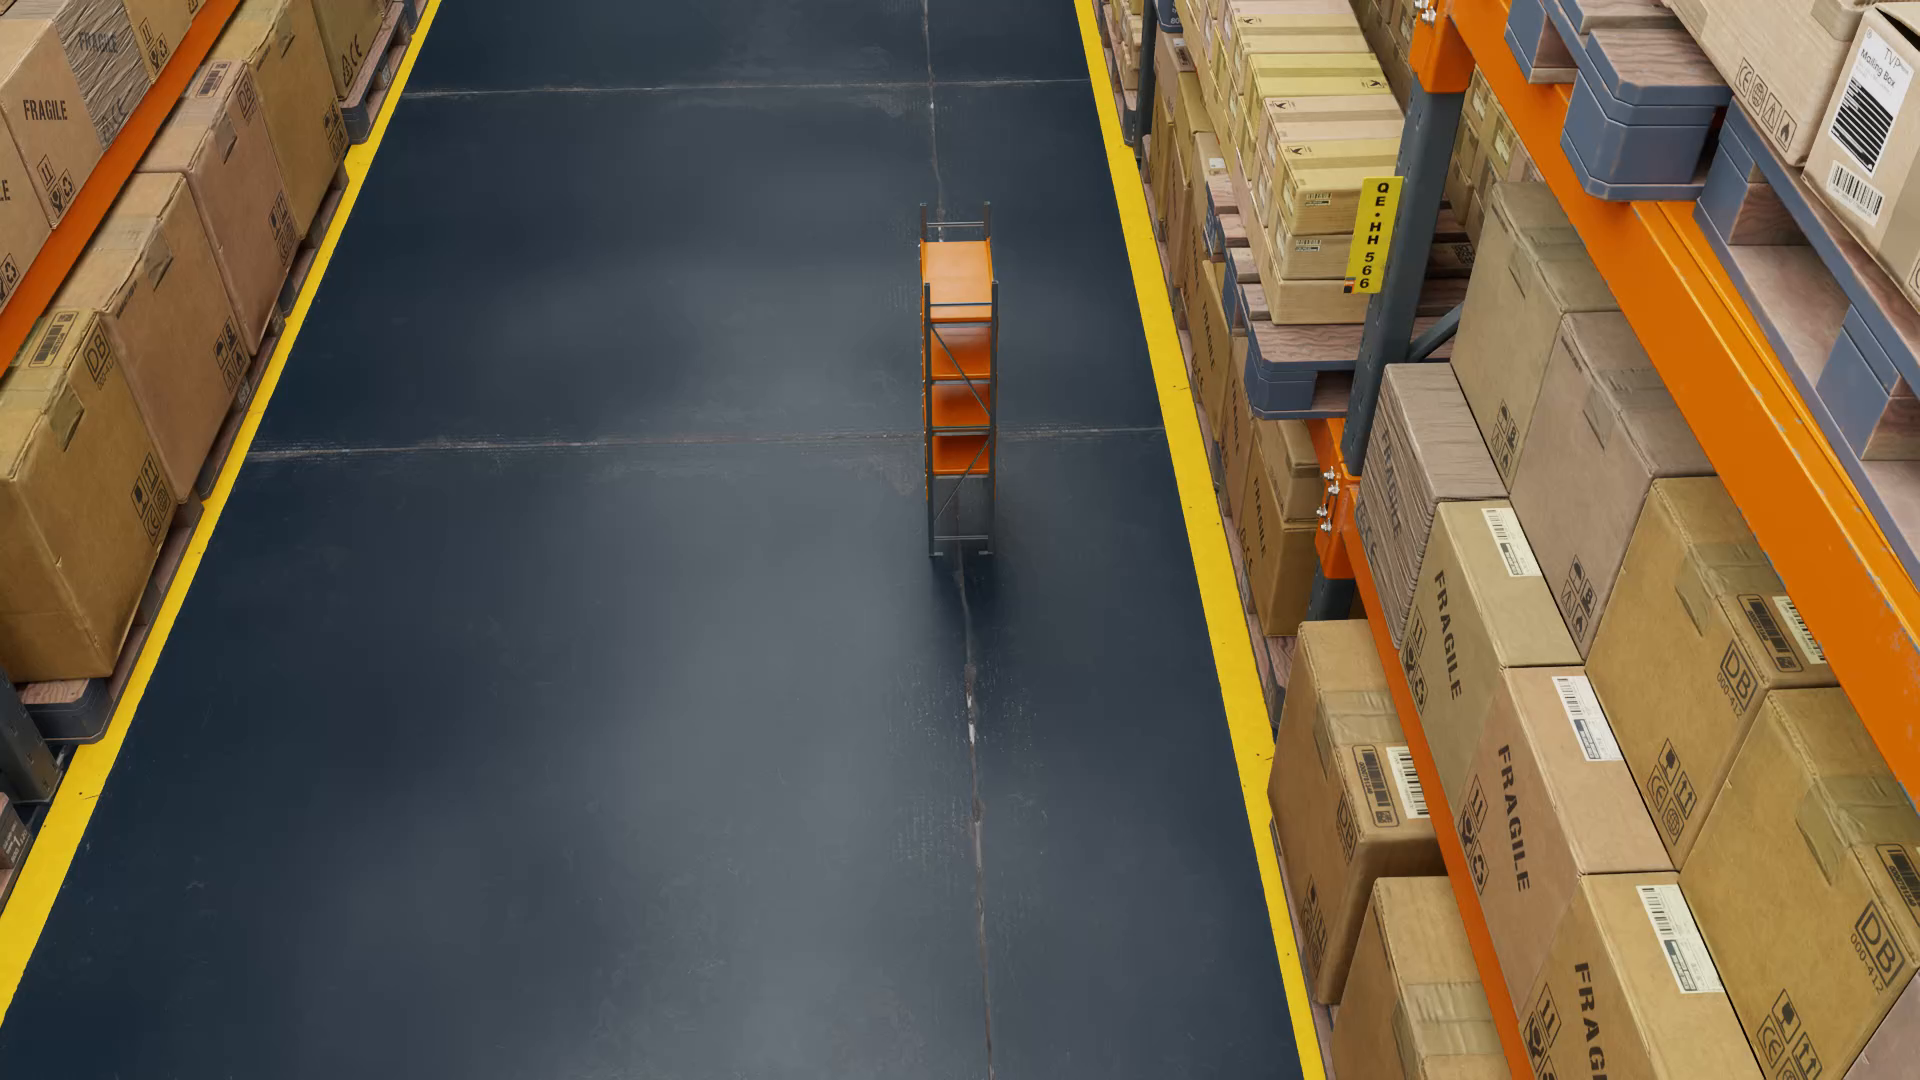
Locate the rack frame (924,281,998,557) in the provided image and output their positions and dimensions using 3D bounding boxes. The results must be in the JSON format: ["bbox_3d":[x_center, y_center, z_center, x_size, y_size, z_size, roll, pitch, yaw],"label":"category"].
[{"bbox_3d":[0.003,-0.389,5.787,0.240,1.200,0.015,-2,43,-2],"label":"rack frame"}]

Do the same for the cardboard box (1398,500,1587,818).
[{"bbox_3d":[1.319,0.257,3.676,0.500,0.500,0.500,-2,43,-2],"label":"cardboard box"}]

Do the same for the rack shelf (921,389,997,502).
[{"bbox_3d":[-0.007,-0.358,6.146,0.258,0.148,0.480,-2,43,-2],"label":"rack shelf"}]

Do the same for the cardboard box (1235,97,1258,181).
[{"bbox_3d":[1.043,-1.211,5.006,0.380,0.149,0.250,-1,43,-1],"label":"cardboard box"}]

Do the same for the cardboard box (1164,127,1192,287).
[{"bbox_3d":[1.166,-1.431,7.130,0.500,0.500,0.500,0,43,0],"label":"cardboard box"}]

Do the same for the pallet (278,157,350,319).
[{"bbox_3d":[-3.476,-1.440,7.665,1.003,0.211,1.213,-2,43,-2],"label":"pallet"}]

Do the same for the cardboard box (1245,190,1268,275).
[{"bbox_3d":[1.056,-0.910,4.898,0.380,0.149,0.250,-2,43,-2],"label":"cardboard box"}]

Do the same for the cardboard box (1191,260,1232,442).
[{"bbox_3d":[1.199,-0.738,6.374,0.500,0.500,0.500,-3,43,-4],"label":"cardboard box"}]

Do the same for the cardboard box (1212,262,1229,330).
[{"bbox_3d":[1.216,-1.009,6.115,0.500,0.250,0.500,-1,43,-1],"label":"cardboard box"}]

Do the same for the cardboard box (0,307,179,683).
[{"bbox_3d":[-3.423,-0.124,5.428,1.225,0.875,0.875,-3,43,-4],"label":"cardboard box"}]

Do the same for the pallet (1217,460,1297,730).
[{"bbox_3d":[1.514,0.140,5.941,1.003,0.211,1.213,-2,43,-2],"label":"pallet"}]

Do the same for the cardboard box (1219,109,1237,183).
[{"bbox_3d":[1.038,-1.252,5.271,0.380,0.149,0.250,-2,43,-2],"label":"cardboard box"}]

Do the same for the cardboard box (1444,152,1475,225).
[{"bbox_3d":[1.705,-1.094,5.099,0.380,0.149,0.250,0,43,0],"label":"cardboard box"}]

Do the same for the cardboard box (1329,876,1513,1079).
[{"bbox_3d":[1.522,1.318,3.947,1.050,0.750,0.750,-1,43,-1],"label":"cardboard box"}]

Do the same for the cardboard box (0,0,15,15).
[{"bbox_3d":[-3.489,-2.080,5.483,0.797,0.503,0.637,0,43,0],"label":"cardboard box"}]

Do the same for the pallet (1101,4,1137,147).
[{"bbox_3d":[1.312,-2.485,8.805,1.003,0.211,1.213,-2,43,-2],"label":"pallet"}]

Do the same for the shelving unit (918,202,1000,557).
[{"bbox_3d":[-0.007,-0.554,5.966,0.258,1.200,0.503,-2,43,-2],"label":"shelving unit"}]

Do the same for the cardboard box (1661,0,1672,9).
[{"bbox_3d":[1.356,-1.130,2.724,0.500,0.311,0.500,-2,43,-2],"label":"cardboard box"}]

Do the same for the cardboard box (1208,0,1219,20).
[{"bbox_3d":[1.014,-1.833,5.464,0.380,0.149,0.250,0,43,0],"label":"cardboard box"}]

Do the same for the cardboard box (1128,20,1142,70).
[{"bbox_3d":[1.044,-2.478,8.312,0.380,0.149,0.250,-1,43,-1],"label":"cardboard box"}]

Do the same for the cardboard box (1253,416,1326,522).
[{"bbox_3d":[1.254,-0.325,5.368,0.500,0.250,0.500,-3,43,-3],"label":"cardboard box"}]

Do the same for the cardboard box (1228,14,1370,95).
[{"bbox_3d":[1.032,-1.486,5.087,0.380,0.149,0.250,0,43,-1],"label":"cardboard box"}]

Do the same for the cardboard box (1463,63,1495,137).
[{"bbox_3d":[1.699,-1.307,4.890,0.380,0.149,0.250,-2,43,-2],"label":"cardboard box"}]

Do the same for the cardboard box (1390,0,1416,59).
[{"bbox_3d":[1.669,-1.734,5.577,0.380,0.149,0.250,-2,43,-2],"label":"cardboard box"}]

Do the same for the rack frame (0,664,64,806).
[{"bbox_3d":[-3.414,-0.286,4.343,1.000,3.000,0.127,-2,43,-2],"label":"rack frame"}]

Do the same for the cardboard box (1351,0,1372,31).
[{"bbox_3d":[1.649,-1.981,6.067,0.380,0.149,0.250,0,43,0],"label":"cardboard box"}]

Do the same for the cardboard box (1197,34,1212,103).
[{"bbox_3d":[1.016,-1.609,5.660,0.380,0.149,0.250,0,43,0],"label":"cardboard box"}]

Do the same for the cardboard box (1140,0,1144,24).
[{"bbox_3d":[1.100,-2.617,8.244,0.380,0.149,0.250,-1,43,-1],"label":"cardboard box"}]

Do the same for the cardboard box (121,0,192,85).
[{"bbox_3d":[-3.248,-2.029,6.170,0.500,0.500,0.500,-2,43,-2],"label":"cardboard box"}]

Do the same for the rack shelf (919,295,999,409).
[{"bbox_3d":[-0.007,-0.669,5.861,0.258,0.148,0.480,-2,43,-2],"label":"rack shelf"}]

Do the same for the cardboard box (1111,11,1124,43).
[{"bbox_3d":[1.015,-2.774,8.856,0.380,0.149,0.250,-3,43,-3],"label":"cardboard box"}]

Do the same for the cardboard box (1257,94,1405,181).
[{"bbox_3d":[1.058,-1.129,4.697,0.380,0.149,0.250,-2,43,-2],"label":"cardboard box"}]

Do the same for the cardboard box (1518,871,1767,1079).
[{"bbox_3d":[1.359,0.933,2.938,0.500,0.500,0.500,-2,43,-2],"label":"cardboard box"}]

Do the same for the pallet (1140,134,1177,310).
[{"bbox_3d":[1.410,-1.507,7.738,1.003,0.211,1.213,-2,43,-2],"label":"pallet"}]

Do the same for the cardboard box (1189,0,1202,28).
[{"bbox_3d":[1.001,-1.898,5.756,0.380,0.149,0.250,-2,43,-3],"label":"cardboard box"}]

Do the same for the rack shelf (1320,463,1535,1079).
[{"bbox_3d":[1.630,1.255,3.193,1.077,0.370,4.000,-2,43,-2],"label":"rack shelf"}]

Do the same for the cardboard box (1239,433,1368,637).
[{"bbox_3d":[1.256,-0.031,5.603,0.500,0.500,0.500,-2,43,-2],"label":"cardboard box"}]

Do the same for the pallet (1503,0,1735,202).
[{"bbox_3d":[1.626,-0.964,3.001,1.213,0.211,1.003,0,43,0],"label":"pallet"}]

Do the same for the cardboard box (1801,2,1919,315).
[{"bbox_3d":[1.399,-0.445,1.977,0.500,0.311,0.500,-2,43,-3],"label":"cardboard box"}]

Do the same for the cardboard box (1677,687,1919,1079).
[{"bbox_3d":[1.623,0.570,2.594,0.700,0.500,0.500,-2,43,-2],"label":"cardboard box"}]

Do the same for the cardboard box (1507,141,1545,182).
[{"bbox_3d":[1.719,-0.963,4.515,0.380,0.149,0.250,-2,43,-2],"label":"cardboard box"}]

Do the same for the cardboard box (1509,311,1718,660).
[{"bbox_3d":[1.577,-0.121,3.348,0.700,0.500,0.500,-2,43,-2],"label":"cardboard box"}]

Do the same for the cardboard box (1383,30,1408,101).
[{"bbox_3d":[1.670,-1.626,5.679,0.380,0.149,0.250,-1,43,-1],"label":"cardboard box"}]

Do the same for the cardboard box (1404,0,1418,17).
[{"bbox_3d":[1.662,-1.847,5.480,0.380,0.149,0.250,0,43,0],"label":"cardboard box"}]

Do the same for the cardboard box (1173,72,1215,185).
[{"bbox_3d":[1.168,-1.705,6.874,0.500,0.250,0.500,-1,43,-1],"label":"cardboard box"}]

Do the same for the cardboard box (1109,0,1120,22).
[{"bbox_3d":[0.992,-2.841,8.708,0.380,0.149,0.250,-3,43,-3],"label":"cardboard box"}]

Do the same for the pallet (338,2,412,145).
[{"bbox_3d":[-3.538,-2.474,8.793,1.003,0.211,1.213,-2,43,-2],"label":"pallet"}]

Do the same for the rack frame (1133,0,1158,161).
[{"bbox_3d":[1.375,-3.061,7.369,1.000,3.000,0.127,-2,43,-2],"label":"rack frame"}]

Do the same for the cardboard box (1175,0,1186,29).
[{"bbox_3d":[0.993,-1.963,6.046,0.380,0.149,0.250,-2,43,-3],"label":"cardboard box"}]

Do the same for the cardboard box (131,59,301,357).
[{"bbox_3d":[-3.498,-1.324,6.736,1.225,0.875,0.875,-3,43,-3],"label":"cardboard box"}]

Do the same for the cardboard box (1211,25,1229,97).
[{"bbox_3d":[1.024,-1.548,5.373,0.380,0.149,0.250,-2,43,-2],"label":"cardboard box"}]

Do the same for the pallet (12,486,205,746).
[{"bbox_3d":[-3.373,0.207,5.868,1.003,0.211,1.213,-2,43,-2],"label":"pallet"}]

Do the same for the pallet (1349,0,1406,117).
[{"bbox_3d":[1.420,-1.625,5.945,1.003,0.211,1.213,-2,43,-2],"label":"pallet"}]

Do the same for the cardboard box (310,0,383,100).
[{"bbox_3d":[-3.532,-2.806,8.353,0.875,0.875,0.875,-2,43,-2],"label":"cardboard box"}]

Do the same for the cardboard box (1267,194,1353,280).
[{"bbox_3d":[1.069,-0.853,4.616,0.380,0.149,0.250,-1,43,-1],"label":"cardboard box"}]

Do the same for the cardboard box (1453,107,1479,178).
[{"bbox_3d":[1.697,-1.228,5.024,0.380,0.149,0.250,-3,43,-3],"label":"cardboard box"}]

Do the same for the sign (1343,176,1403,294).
[{"bbox_3d":[1.004,-0.736,4.035,0.100,0.325,0.005,-2,43,-2],"label":"sign"}]

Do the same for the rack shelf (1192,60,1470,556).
[{"bbox_3d":[1.460,-1.446,6.140,1.077,0.370,4.000,-2,43,-2],"label":"rack shelf"}]

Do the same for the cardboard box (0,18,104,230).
[{"bbox_3d":[-3.213,-1.353,5.432,0.500,0.500,0.500,-2,43,-3],"label":"cardboard box"}]
